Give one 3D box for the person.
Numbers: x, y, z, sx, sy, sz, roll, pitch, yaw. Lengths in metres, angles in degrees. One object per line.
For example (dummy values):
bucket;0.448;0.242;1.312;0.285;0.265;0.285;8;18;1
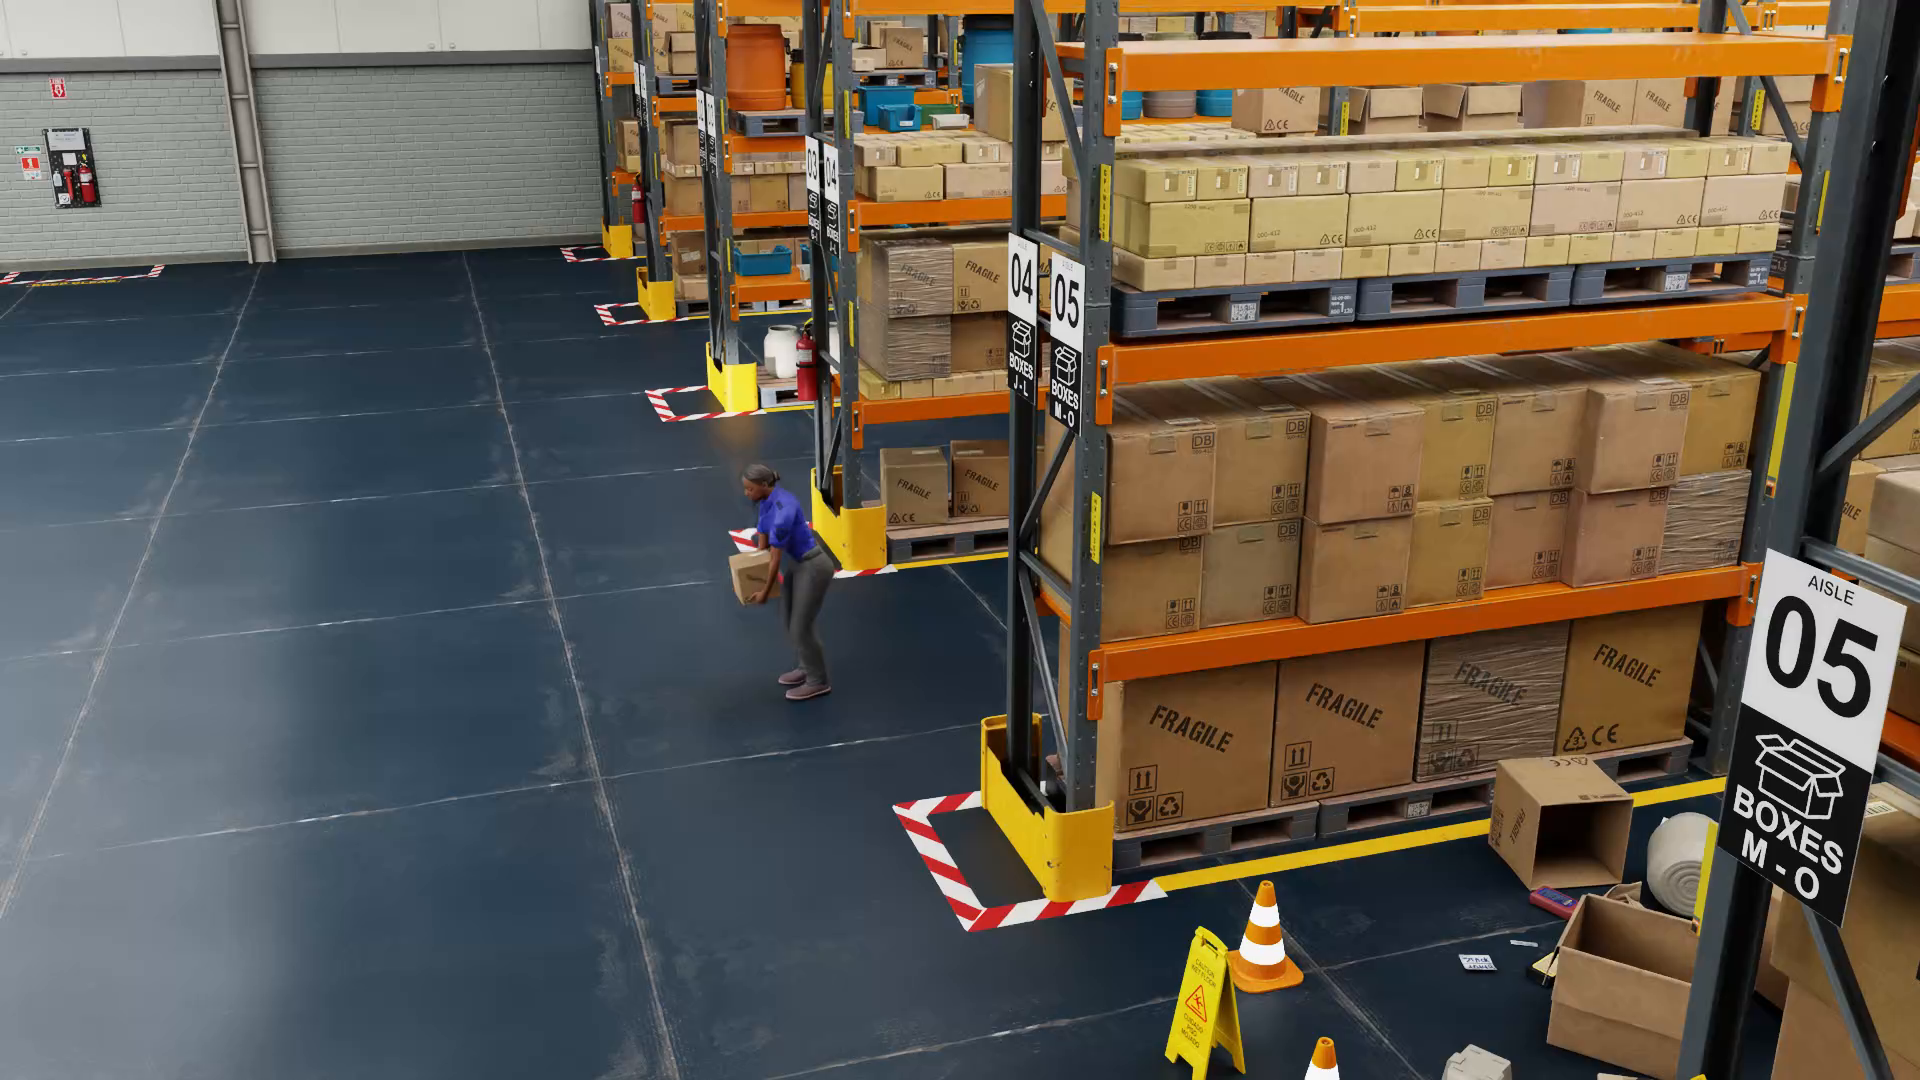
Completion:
person;-1.091;0.240;10.541;0.574;1.569;0.414;-7;20;-18
